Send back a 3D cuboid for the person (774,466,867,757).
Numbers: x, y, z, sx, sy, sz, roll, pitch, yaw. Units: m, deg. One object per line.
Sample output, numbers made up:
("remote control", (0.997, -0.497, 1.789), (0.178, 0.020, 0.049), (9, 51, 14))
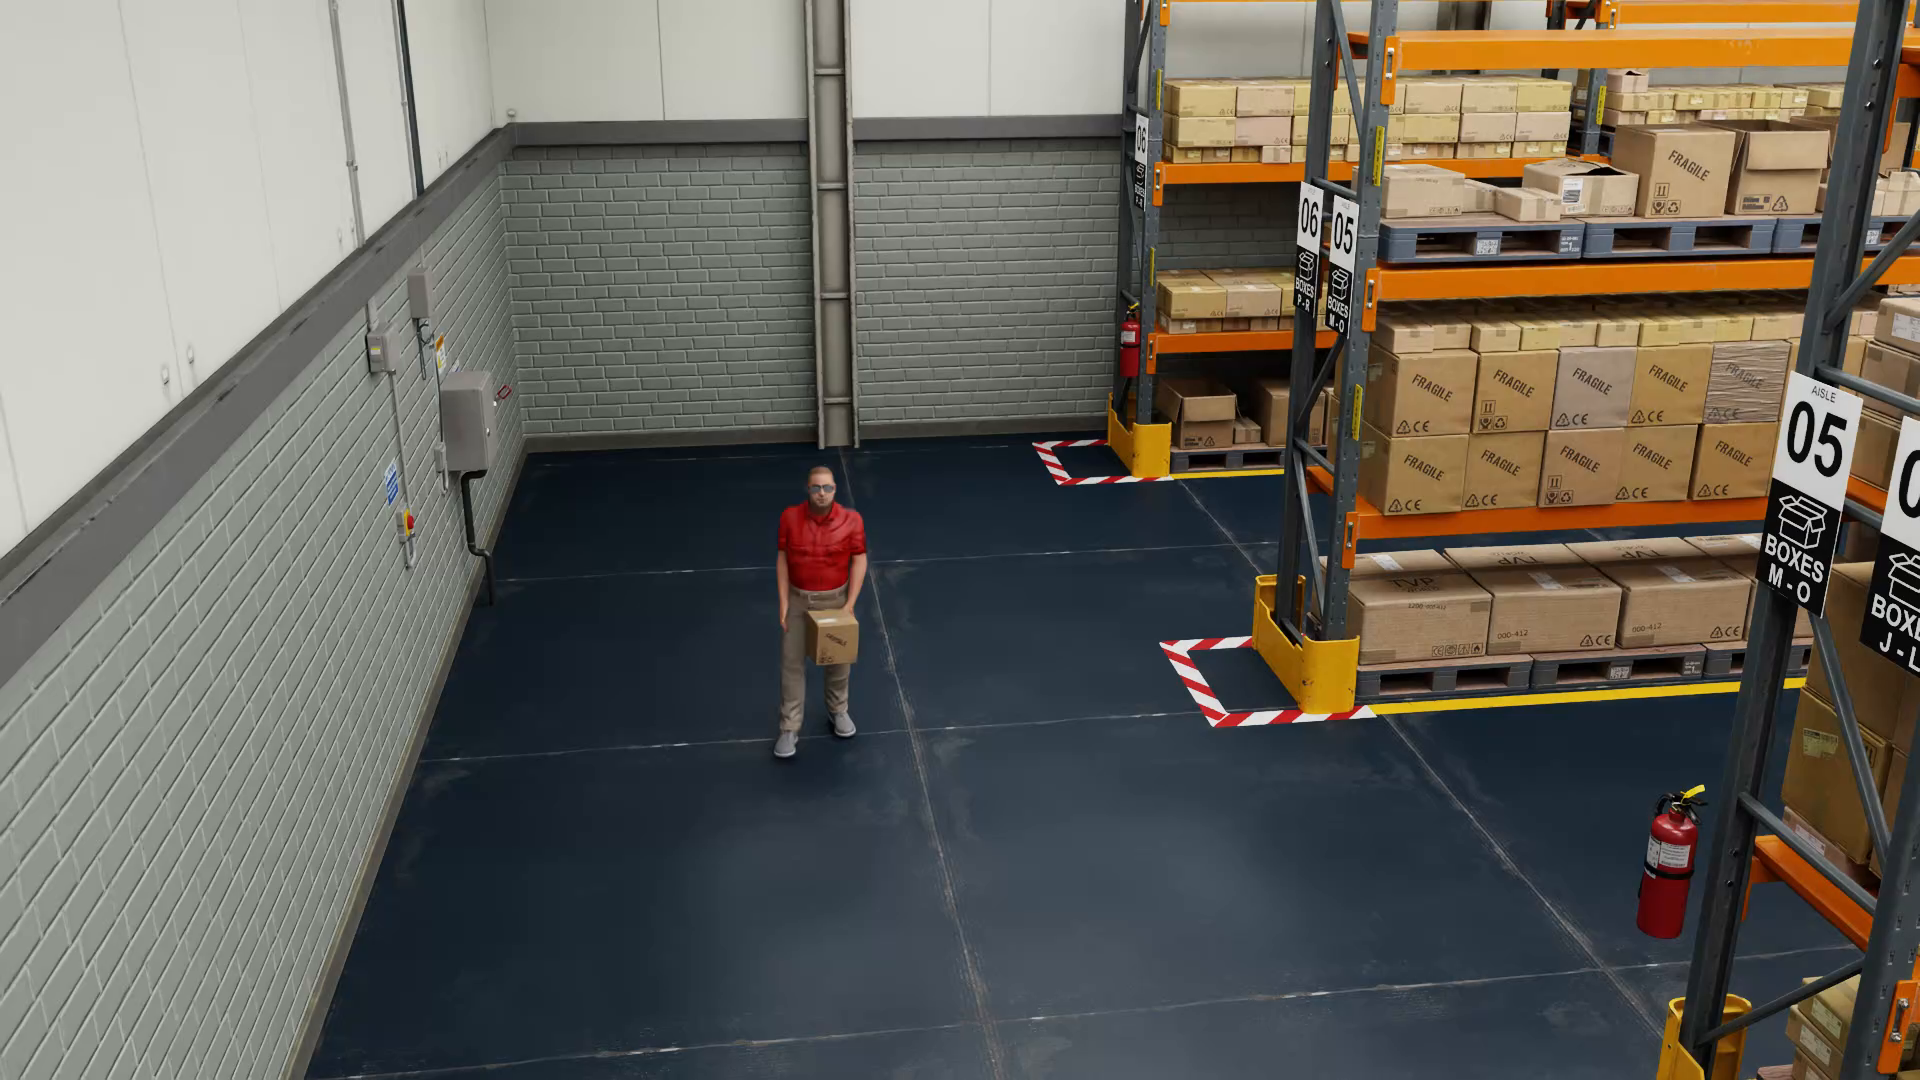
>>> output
("person", (-0.837, 0.418, 9.918), (0.577, 1.724, 0.643), (-1, 20, -2))
